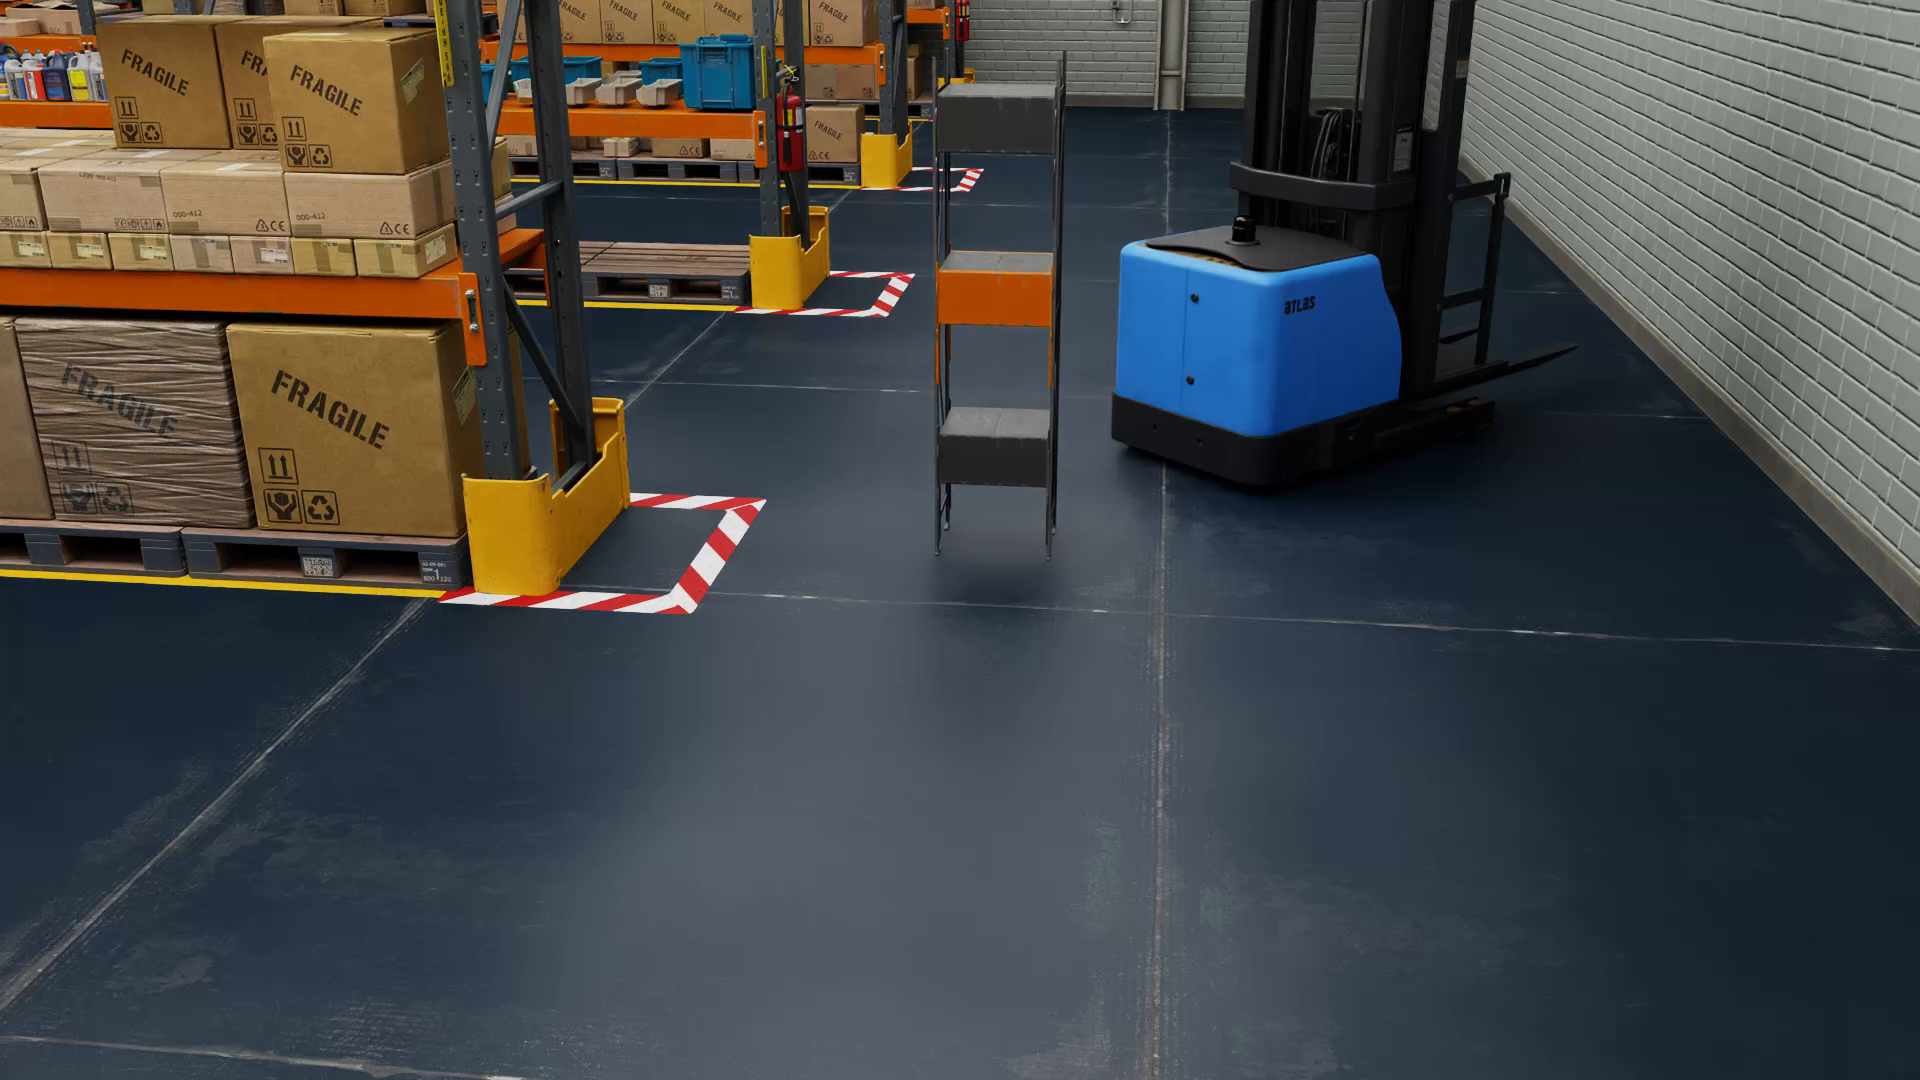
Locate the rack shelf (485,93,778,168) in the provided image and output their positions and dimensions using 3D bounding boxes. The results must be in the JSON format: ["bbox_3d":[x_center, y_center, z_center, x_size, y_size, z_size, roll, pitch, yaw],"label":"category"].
[{"bbox_3d":[-3.217,-2.942,11.780,4.000,0.370,1.077,2,22,6],"label":"rack shelf"}]

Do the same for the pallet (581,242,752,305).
[{"bbox_3d":[-2.046,-1.943,12.068,1.213,0.211,1.003,2,22,6],"label":"pallet"}]

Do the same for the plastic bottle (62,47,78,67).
[{"bbox_3d":[-6.321,-3.321,11.828,0.185,0.351,0.144,2,22,6],"label":"plastic bottle"}]

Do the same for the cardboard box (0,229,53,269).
[{"bbox_3d":[-3.725,-1.226,6.804,0.250,0.149,0.380,3,22,7],"label":"cardboard box"}]

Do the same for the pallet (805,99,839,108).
[{"bbox_3d":[-2.077,-5.570,21.242,1.213,0.211,1.003,2,22,6],"label":"pallet"}]

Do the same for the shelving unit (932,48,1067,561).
[{"bbox_3d":[0.164,-0.969,7.036,0.503,2.100,0.431,2,22,6],"label":"shelving unit"}]

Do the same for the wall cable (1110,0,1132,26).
[{"bbox_3d":[1.317,-7.570,21.125,1.851,1.984,0.084,2,22,6],"label":"wall cable"}]

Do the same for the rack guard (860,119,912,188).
[{"bbox_3d":[-0.720,-3.839,16.471,0.348,0.500,1.175,2,22,6],"label":"rack guard"}]

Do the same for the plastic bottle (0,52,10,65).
[{"bbox_3d":[-7.090,-3.483,12.346,0.097,0.271,0.097,0,22,0],"label":"plastic bottle"}]

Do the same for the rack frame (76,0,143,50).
[{"bbox_3d":[-8.589,-5.345,16.879,0.127,3.000,1.000,2,22,6],"label":"rack frame"}]

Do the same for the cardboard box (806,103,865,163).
[{"bbox_3d":[-1.214,-3.974,16.214,0.500,0.500,0.500,2,22,6],"label":"cardboard box"}]

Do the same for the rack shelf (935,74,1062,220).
[{"bbox_3d":[0.164,-1.608,6.783,0.480,0.518,0.431,2,22,6],"label":"rack shelf"}]

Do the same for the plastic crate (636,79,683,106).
[{"bbox_3d":[-2.062,-3.065,11.389,0.243,0.136,0.396,2,22,6],"label":"plastic crate"}]

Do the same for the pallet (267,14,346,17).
[{"bbox_3d":[-6.657,-5.173,16.706,1.213,0.211,1.003,2,22,6],"label":"pallet"}]

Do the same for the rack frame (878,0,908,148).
[{"bbox_3d":[-0.645,-4.999,16.003,0.127,3.000,1.000,2,22,6],"label":"rack frame"}]

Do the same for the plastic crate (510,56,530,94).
[{"bbox_3d":[-3.043,-3.341,11.957,0.300,0.233,0.416,2,22,6],"label":"plastic crate"}]

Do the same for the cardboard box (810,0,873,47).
[{"bbox_3d":[-1.122,-4.965,15.783,0.500,0.500,0.500,3,22,8],"label":"cardboard box"}]

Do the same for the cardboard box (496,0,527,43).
[{"bbox_3d":[-4.143,-5.097,16.115,0.500,0.500,0.500,3,22,8],"label":"cardboard box"}]

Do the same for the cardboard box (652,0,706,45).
[{"bbox_3d":[-2.632,-5.032,15.951,0.500,0.500,0.500,2,22,6],"label":"cardboard box"}]

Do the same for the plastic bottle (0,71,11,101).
[{"bbox_3d":[-6.749,-3.208,11.746,0.097,0.201,0.097,0,22,0],"label":"plastic bottle"}]

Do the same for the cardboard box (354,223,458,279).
[{"bbox_3d":[-2.207,-1.160,6.636,0.250,0.149,0.380,3,22,7],"label":"cardboard box"}]

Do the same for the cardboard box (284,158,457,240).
[{"bbox_3d":[-2.327,-1.375,6.636,0.500,0.250,0.500,2,22,5],"label":"cardboard box"}]

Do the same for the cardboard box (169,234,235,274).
[{"bbox_3d":[-2.963,-1.193,6.720,0.250,0.149,0.380,3,22,7],"label":"cardboard box"}]

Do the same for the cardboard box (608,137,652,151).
[{"bbox_3d":[-3.273,-4.172,16.972,0.500,0.311,0.500,2,22,6],"label":"cardboard box"}]

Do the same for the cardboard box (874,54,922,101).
[{"bbox_3d":[-0.772,-5.834,20.945,0.500,0.500,0.700,2,22,6],"label":"cardboard box"}]

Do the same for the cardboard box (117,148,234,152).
[{"bbox_3d":[-3.275,-1.613,7.239,0.500,0.250,0.500,2,22,4],"label":"cardboard box"}]

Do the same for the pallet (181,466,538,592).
[{"bbox_3d":[-2.617,-0.091,7.383,1.213,0.211,1.003,2,22,6],"label":"pallet"}]

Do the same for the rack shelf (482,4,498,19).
[{"bbox_3d":[-6.024,-6.732,21.367,4.000,0.370,1.077,2,22,6],"label":"rack shelf"}]

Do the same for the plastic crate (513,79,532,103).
[{"bbox_3d":[-2.924,-3.092,11.457,0.250,0.136,0.298,2,22,6],"label":"plastic crate"}]

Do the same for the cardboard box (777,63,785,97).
[{"bbox_3d":[-2.299,-5.897,21.106,0.500,0.500,0.700,3,22,8],"label":"cardboard box"}]

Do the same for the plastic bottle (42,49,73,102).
[{"bbox_3d":[-6.338,-3.269,11.695,0.185,0.351,0.144,2,22,6],"label":"plastic bottle"}]

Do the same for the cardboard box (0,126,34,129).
[{"bbox_3d":[-9.653,-4.216,17.193,0.500,0.250,0.500,2,22,6],"label":"cardboard box"}]

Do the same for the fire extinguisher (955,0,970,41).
[{"bbox_3d":[0.030,-6.423,20.219,0.183,0.674,0.296,2,22,6],"label":"fire extinguisher"}]

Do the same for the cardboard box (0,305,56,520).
[{"bbox_3d":[-4.247,-0.665,7.362,0.875,0.875,0.875,2,22,6],"label":"cardboard box"}]

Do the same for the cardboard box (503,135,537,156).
[{"bbox_3d":[-4.226,-4.029,16.609,0.500,0.311,0.500,2,22,6],"label":"cardboard box"}]

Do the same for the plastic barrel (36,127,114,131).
[{"bbox_3d":[-6.445,-2.643,12.328,0.708,0.901,0.600,2,22,6],"label":"plastic barrel"}]

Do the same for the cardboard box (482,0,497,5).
[{"bbox_3d":[-5.926,-6.871,21.054,0.250,0.149,0.380,3,22,8],"label":"cardboard box"}]

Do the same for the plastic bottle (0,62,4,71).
[{"bbox_3d":[-6.864,-3.302,11.888,0.097,0.271,0.097,0,22,0],"label":"plastic bottle"}]

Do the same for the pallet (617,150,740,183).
[{"bbox_3d":[-2.720,-3.793,16.747,1.213,0.211,1.003,2,22,6],"label":"pallet"}]

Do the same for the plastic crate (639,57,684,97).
[{"bbox_3d":[-2.092,-3.300,11.852,0.300,0.233,0.416,2,22,6],"label":"plastic crate"}]

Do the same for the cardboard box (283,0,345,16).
[{"bbox_3d":[-6.379,-5.467,16.482,0.500,0.500,0.700,-3,22,-7],"label":"cardboard box"}]

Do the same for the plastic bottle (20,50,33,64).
[{"bbox_3d":[-6.977,-3.532,12.469,0.097,0.271,0.097,0,22,0],"label":"plastic bottle"}]

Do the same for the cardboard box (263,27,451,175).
[{"bbox_3d":[-2.329,-1.724,6.501,0.500,0.500,0.500,3,22,7],"label":"cardboard box"}]

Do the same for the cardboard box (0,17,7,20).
[{"bbox_3d":[-9.862,-5.262,17.013,0.250,0.149,0.380,4,22,10],"label":"cardboard box"}]

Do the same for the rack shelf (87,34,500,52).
[{"bbox_3d":[-6.603,-4.924,16.792,4.000,0.370,1.077,2,22,6],"label":"rack shelf"}]

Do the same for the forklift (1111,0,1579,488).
[{"bbox_3d":[2.240,-2.038,8.609,3.031,2.935,1.130,-17,27,-36],"label":"forklift"}]

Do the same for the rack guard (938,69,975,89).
[{"bbox_3d":[-0.042,-5.644,21.035,0.348,0.500,1.175,2,22,6],"label":"rack guard"}]

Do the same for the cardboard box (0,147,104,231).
[{"bbox_3d":[-3.854,-1.440,6.801,0.500,0.250,0.500,3,22,6],"label":"cardboard box"}]
